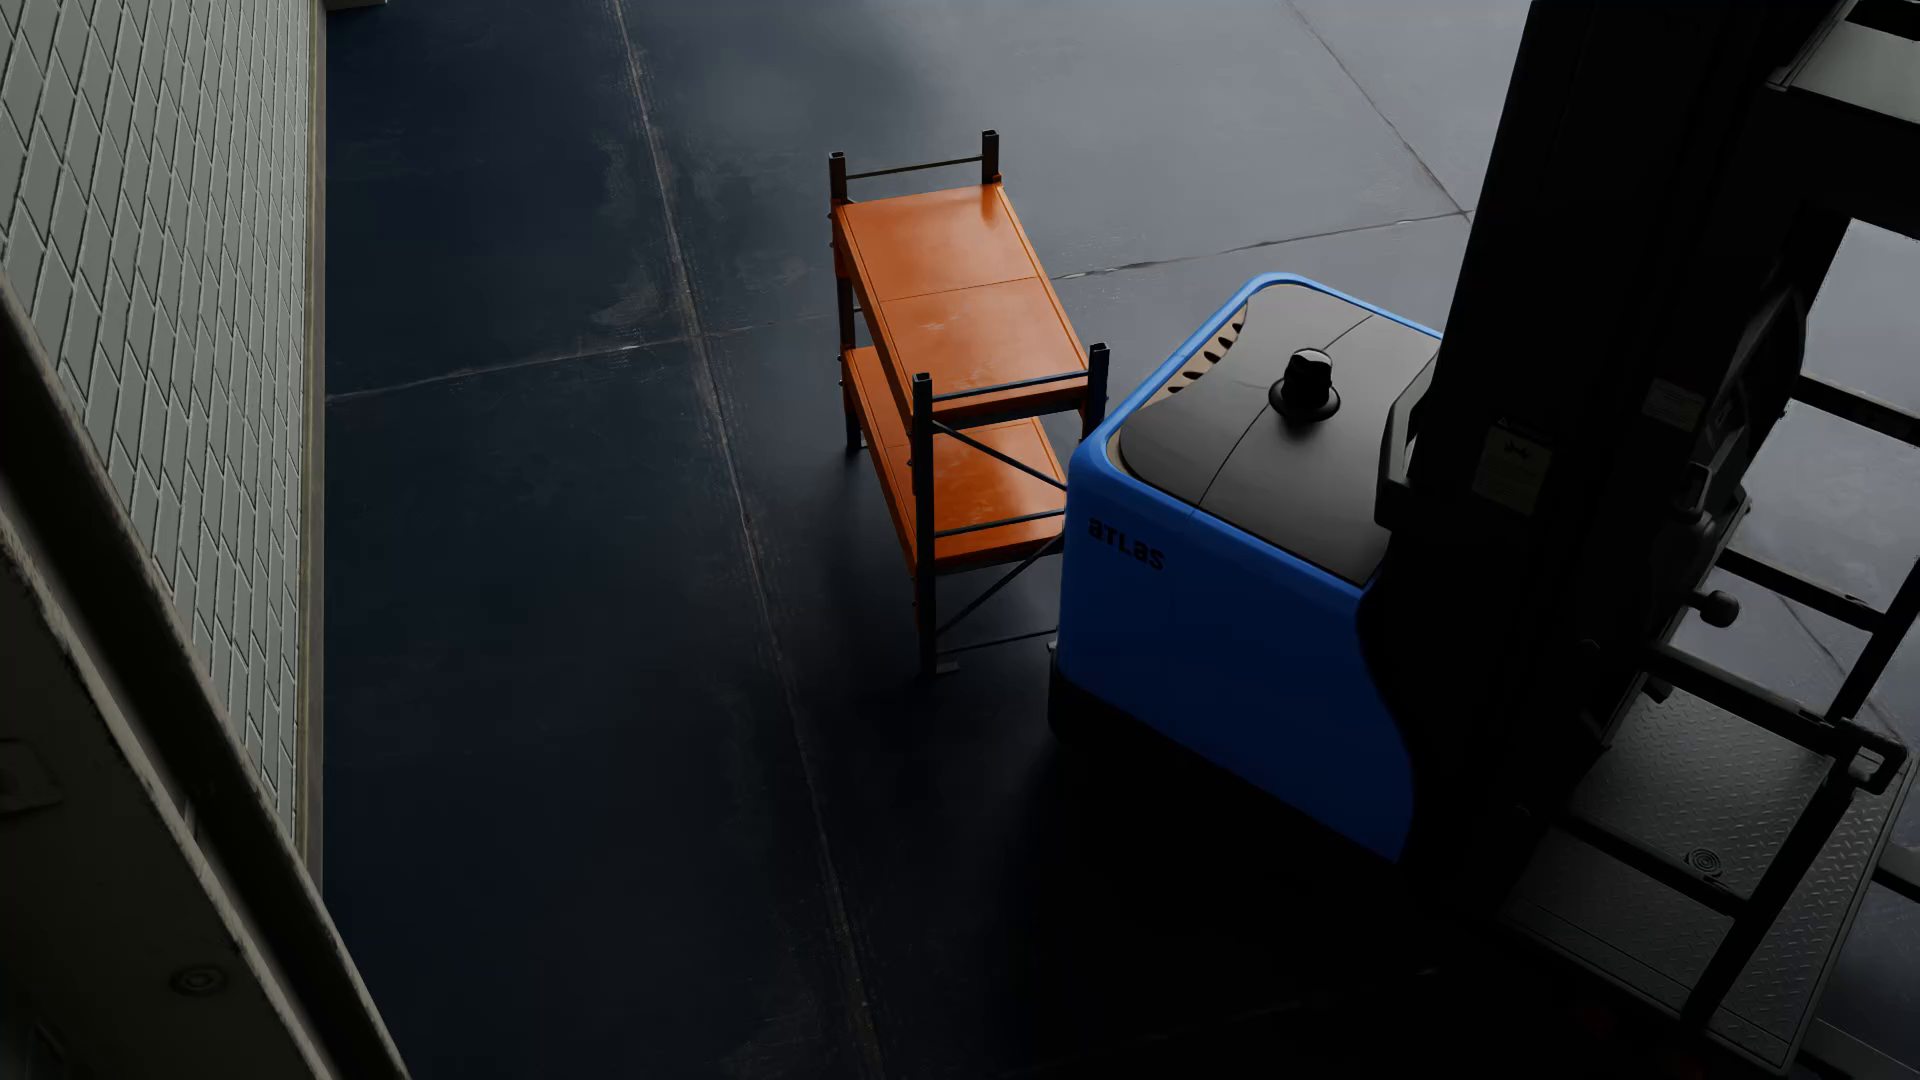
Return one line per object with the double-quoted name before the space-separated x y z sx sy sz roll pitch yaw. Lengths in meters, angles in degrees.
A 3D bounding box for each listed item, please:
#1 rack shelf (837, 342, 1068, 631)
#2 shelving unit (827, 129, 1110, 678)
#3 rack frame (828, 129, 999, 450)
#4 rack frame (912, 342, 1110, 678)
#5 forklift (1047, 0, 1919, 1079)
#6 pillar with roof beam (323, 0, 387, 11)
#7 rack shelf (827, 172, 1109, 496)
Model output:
"rack shelf" -0.002 -0.227 5.027 0.538 0.278 1.000 -11 47 -10
"shelving unit" -0.002 -0.398 4.853 0.538 1.125 1.048 -11 47 -10
"rack frame" -0.132 -0.749 5.197 0.500 1.125 0.032 -11 47 -10
"rack frame" 0.128 -0.047 4.509 0.500 1.125 0.032 -11 47 -10
"forklift" 1.730 -0.118 3.313 3.031 2.935 1.130 28 52 25
"pillar with roof beam" 1.314 -6.524 5.343 9.100 9.000 0.400 -11 47 -10
"rack shelf" -0.002 -0.603 4.644 0.538 0.278 1.000 -11 47 -10
